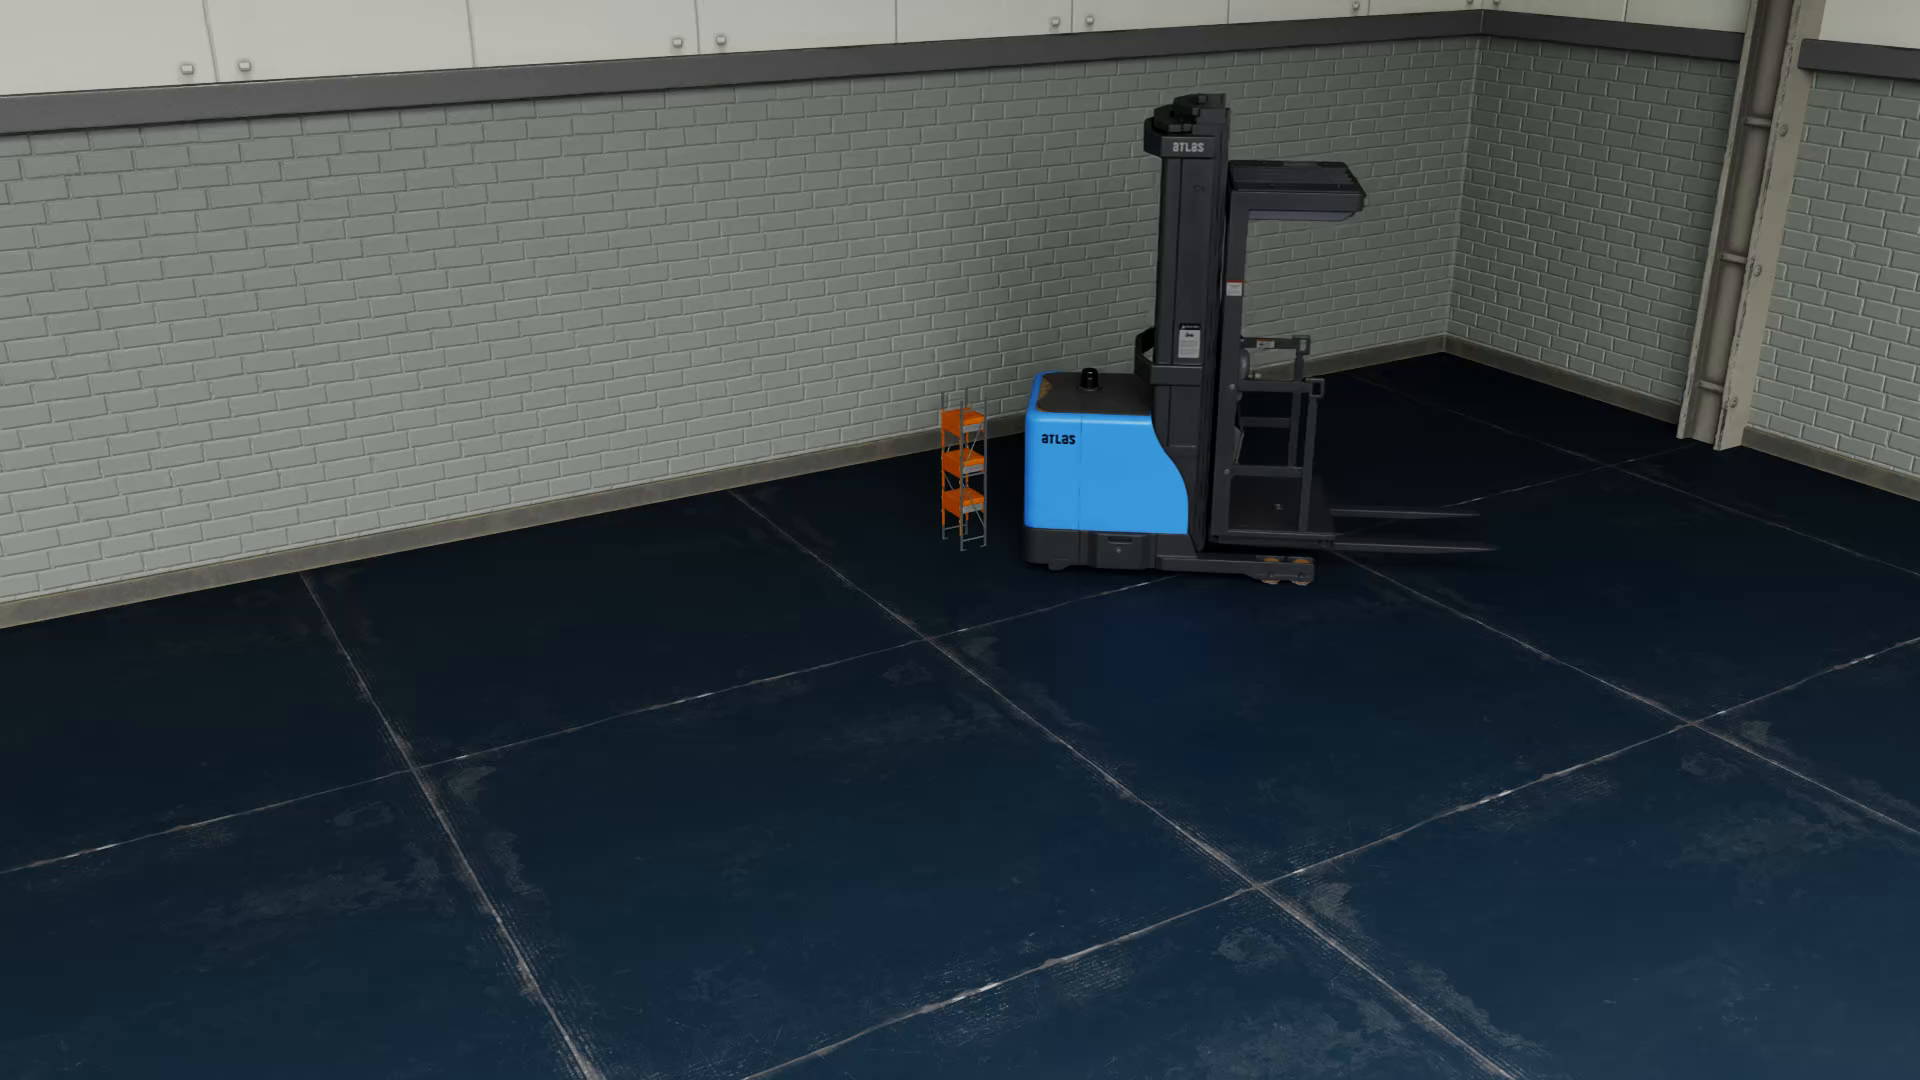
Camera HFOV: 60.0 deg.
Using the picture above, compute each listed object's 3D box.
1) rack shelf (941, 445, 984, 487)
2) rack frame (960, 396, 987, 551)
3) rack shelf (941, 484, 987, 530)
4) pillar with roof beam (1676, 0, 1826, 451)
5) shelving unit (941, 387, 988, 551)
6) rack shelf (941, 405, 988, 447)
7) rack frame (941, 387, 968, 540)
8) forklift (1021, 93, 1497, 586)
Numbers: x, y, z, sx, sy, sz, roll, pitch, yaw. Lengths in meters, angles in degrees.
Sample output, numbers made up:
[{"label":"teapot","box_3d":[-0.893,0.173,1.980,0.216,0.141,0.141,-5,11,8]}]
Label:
[{"label":"rack shelf","box_3d":[0.027,-0.459,11.075,0.215,0.259,0.240,-13,25,-28]},{"label":"rack frame","box_3d":[0.090,-0.430,10.974,0.200,1.050,0.008,-13,25,-28]},{"label":"rack shelf","box_3d":[0.027,-0.202,11.180,0.215,0.259,0.240,-13,25,-28]},{"label":"pillar with roof beam","box_3d":[2.275,-4.134,9.531,9.100,9.000,0.400,-13,25,-28]},{"label":"shelving unit","box_3d":[0.027,-0.469,11.071,0.215,1.050,0.252,-13,25,-28]},{"label":"rack shelf","box_3d":[0.027,-0.722,10.968,0.215,0.259,0.240,-13,25,-28]},{"label":"rack frame","box_3d":[-0.035,-0.509,11.168,0.200,1.050,0.008,-13,25,-28]},{"label":"forklift","box_3d":[1.949,-1.279,10.565,3.031,2.935,1.130,2,22,6]}]
